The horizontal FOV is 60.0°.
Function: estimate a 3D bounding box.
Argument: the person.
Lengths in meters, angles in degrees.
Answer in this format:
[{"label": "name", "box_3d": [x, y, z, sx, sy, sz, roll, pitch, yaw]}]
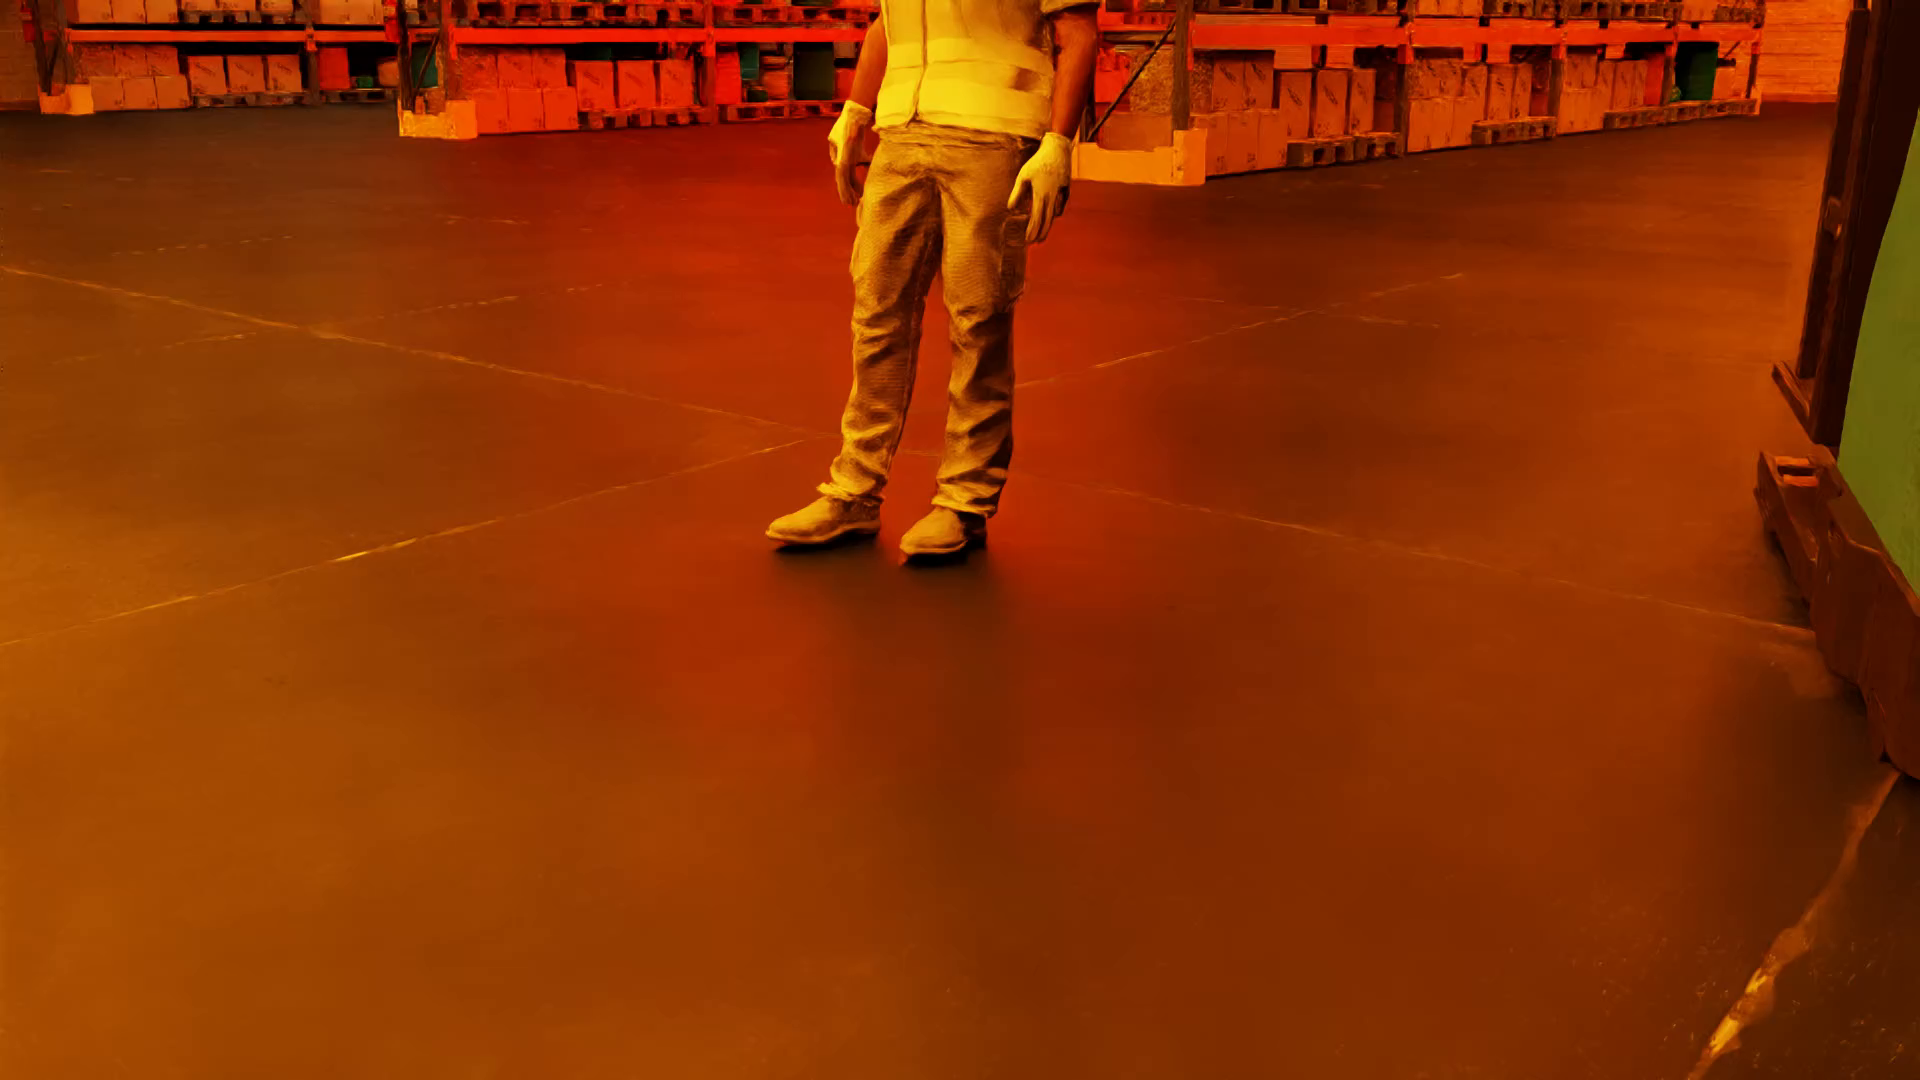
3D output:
[{"label": "person", "box_3d": [-0.052, -0.845, 3.633, 0.655, 1.782, 0.576, 13, 21, 37]}]

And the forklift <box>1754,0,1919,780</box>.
[{"label": "forklift", "box_3d": [2.406, -1.328, 3.271, 1.130, 2.935, 3.031, 6, 18, 19]}]
